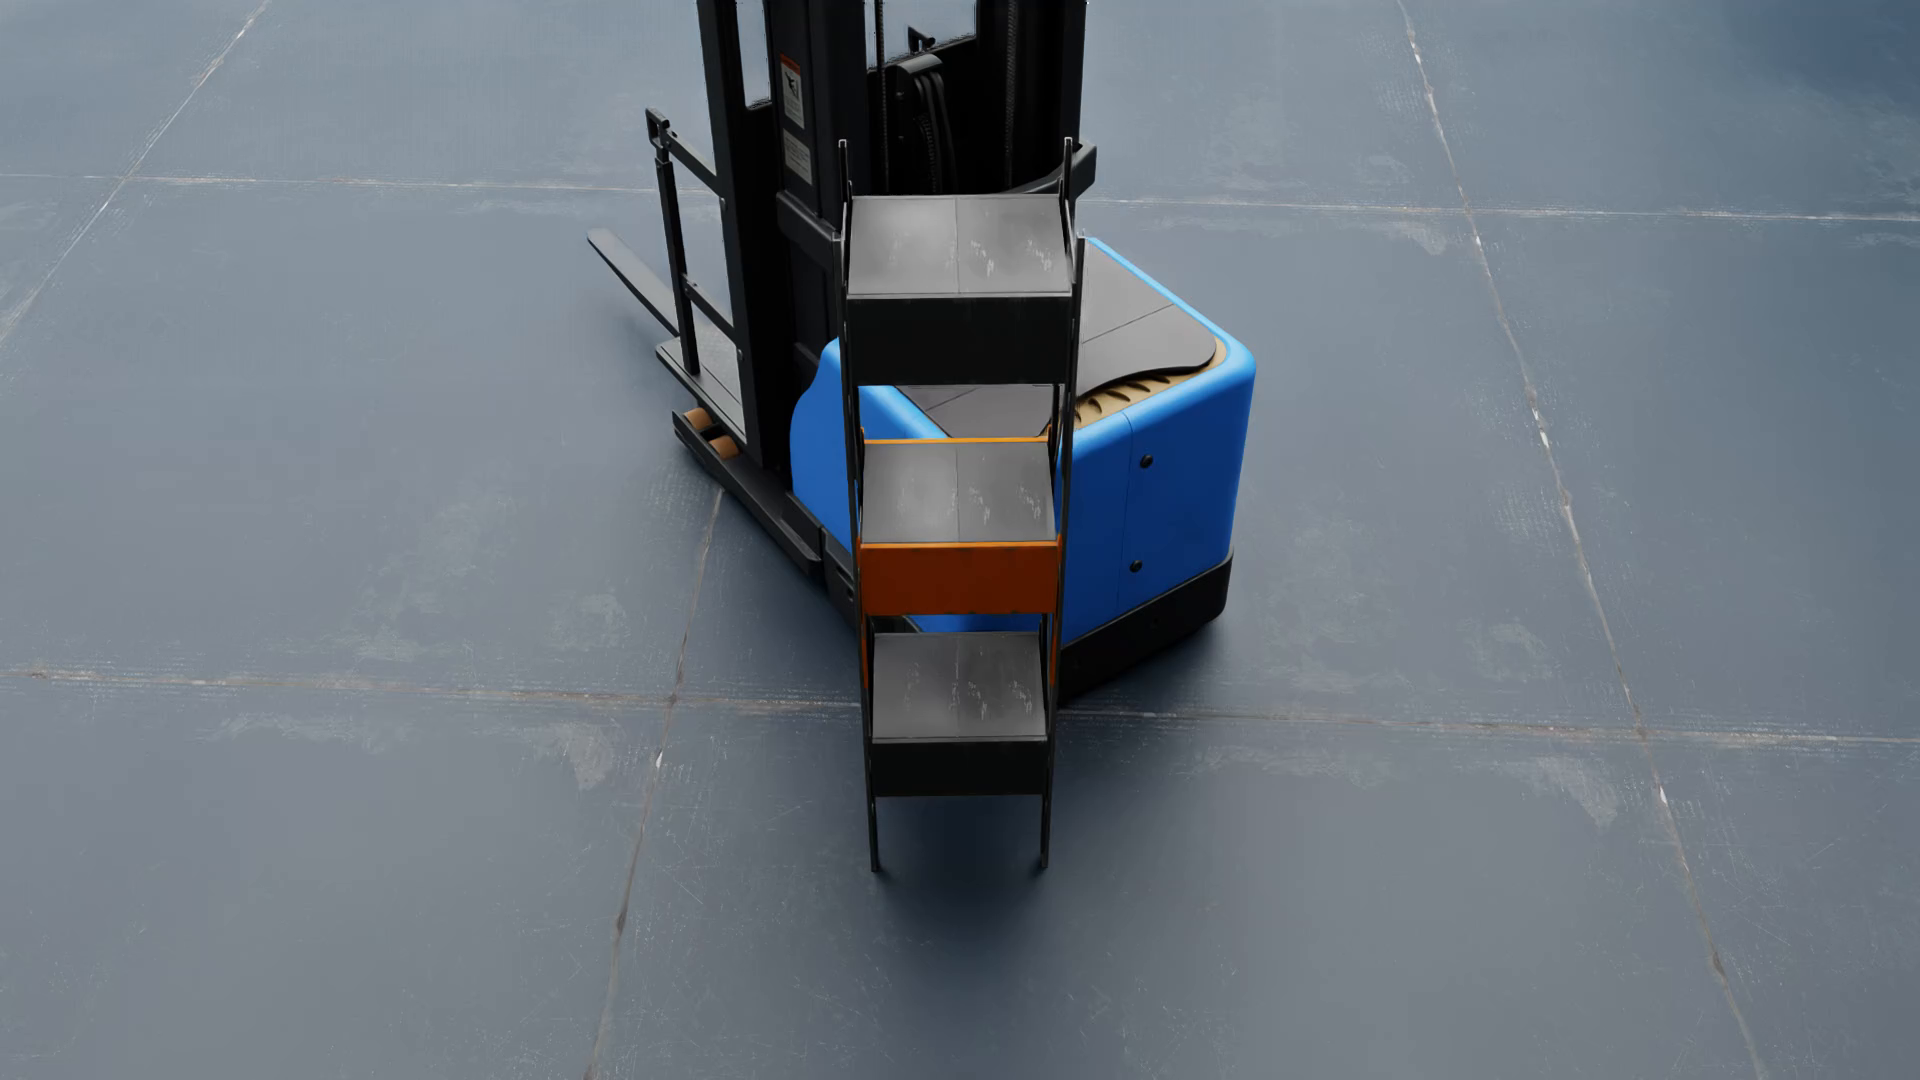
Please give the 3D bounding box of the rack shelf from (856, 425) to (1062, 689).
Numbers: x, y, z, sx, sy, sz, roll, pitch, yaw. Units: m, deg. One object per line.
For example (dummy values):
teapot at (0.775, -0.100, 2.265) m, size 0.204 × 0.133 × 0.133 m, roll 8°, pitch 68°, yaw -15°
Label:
rack shelf at (-0.006, 0.045, 4.181) m, size 0.480 × 0.518 × 0.431 m, roll -1°, pitch 43°, yaw -1°

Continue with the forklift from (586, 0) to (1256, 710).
forklift at (-0.385, -1.450, 5.157) m, size 1.130 × 2.935 × 3.031 m, roll -25°, pitch 49°, yaw -25°

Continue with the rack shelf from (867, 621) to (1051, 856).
rack shelf at (-0.006, 0.558, 4.657) m, size 0.480 × 0.518 × 0.431 m, roll -1°, pitch 43°, yaw -1°

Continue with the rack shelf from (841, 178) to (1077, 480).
rack shelf at (-0.006, -0.468, 3.705) m, size 0.480 × 0.518 × 0.431 m, roll -1°, pitch 43°, yaw -1°

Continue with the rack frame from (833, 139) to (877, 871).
rack frame at (-0.250, 0.038, 4.168) m, size 0.015 × 2.100 × 0.400 m, roll -1°, pitch 43°, yaw -1°

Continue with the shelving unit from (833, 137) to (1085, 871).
shelving unit at (-0.006, 0.035, 4.172) m, size 0.503 × 2.100 × 0.431 m, roll -1°, pitch 43°, yaw -1°

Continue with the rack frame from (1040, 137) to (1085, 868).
rack frame at (0.238, 0.031, 4.175) m, size 0.015 × 2.100 × 0.400 m, roll -1°, pitch 43°, yaw -1°
